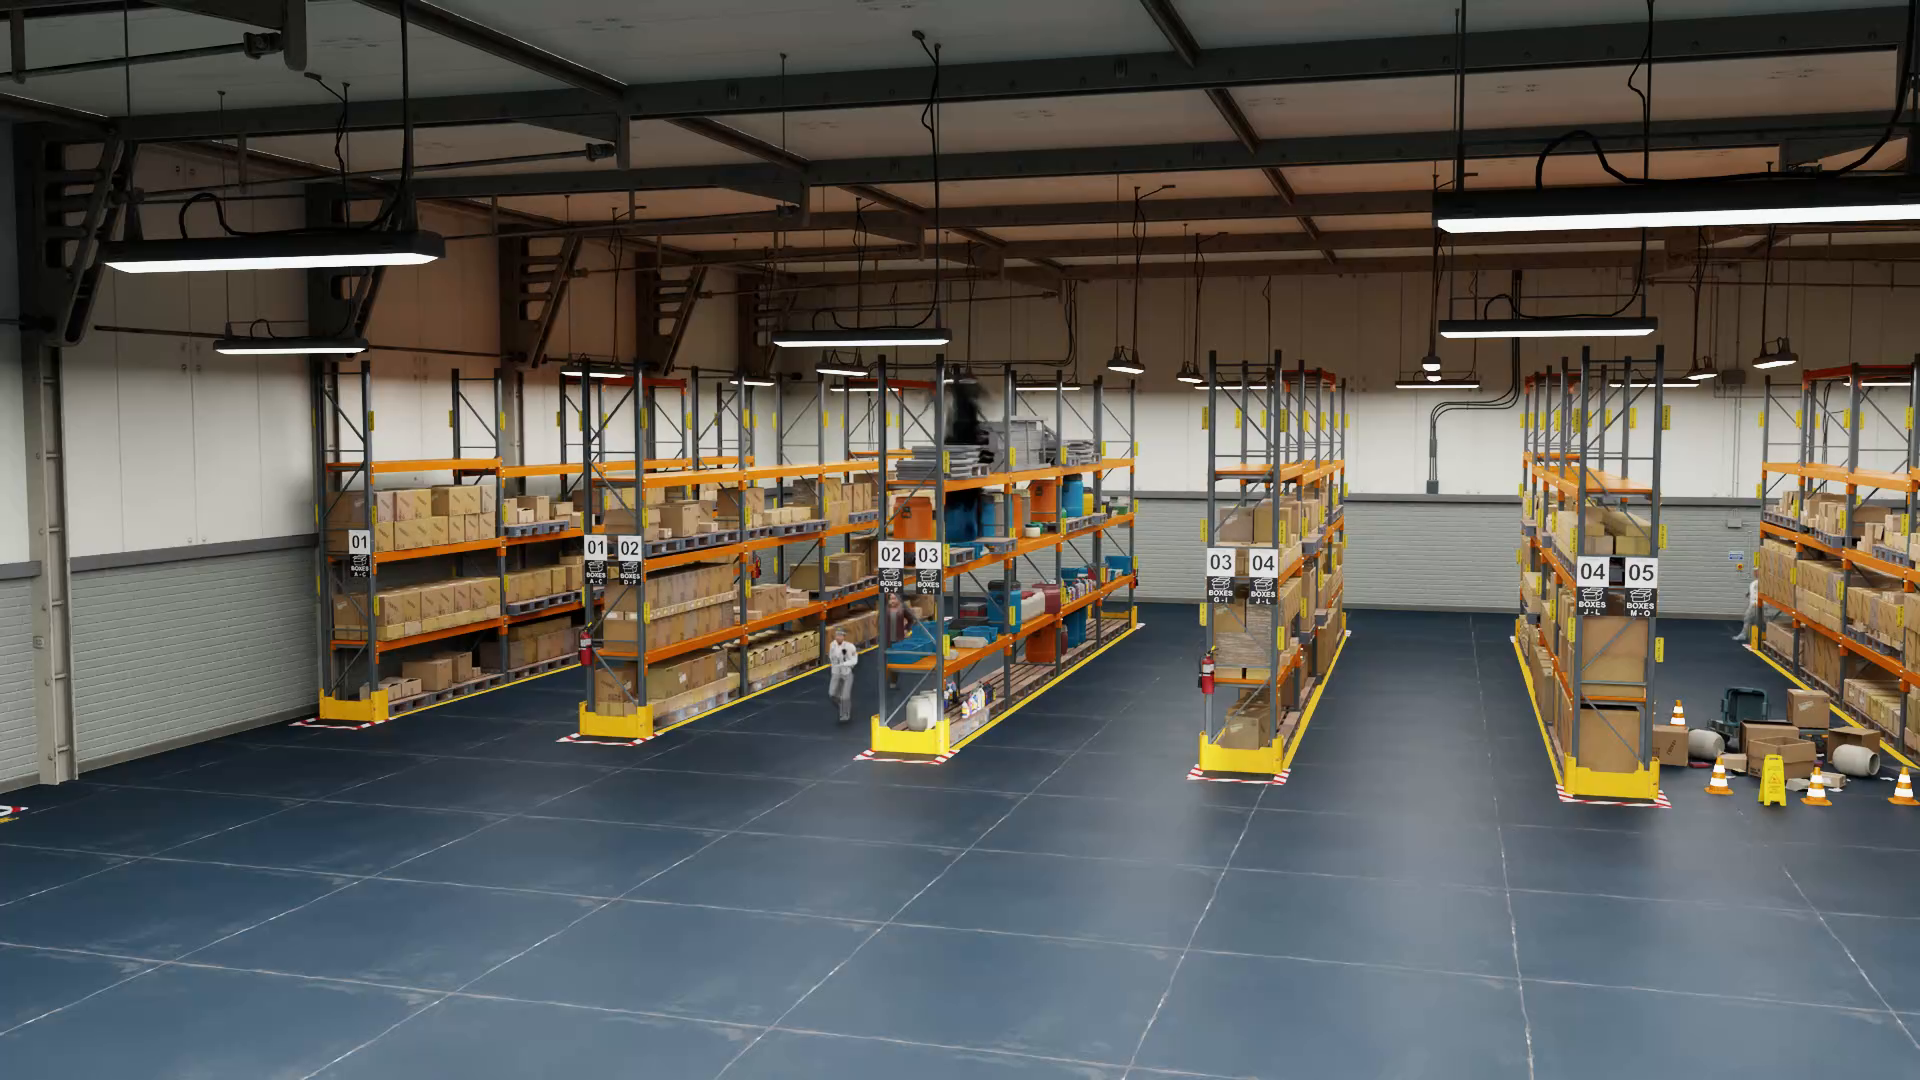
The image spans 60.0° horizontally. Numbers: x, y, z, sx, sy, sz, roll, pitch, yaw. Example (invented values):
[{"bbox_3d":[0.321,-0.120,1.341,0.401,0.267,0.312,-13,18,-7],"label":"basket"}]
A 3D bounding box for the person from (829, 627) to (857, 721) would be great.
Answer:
[{"bbox_3d":[-1.950,2.213,27.432,0.574,1.611,0.690,1,4,15],"label":"person"}]

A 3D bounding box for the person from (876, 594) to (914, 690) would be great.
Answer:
[{"bbox_3d":[-1.239,1.889,31.398,0.712,1.764,0.918,0,4,4],"label":"person"}]

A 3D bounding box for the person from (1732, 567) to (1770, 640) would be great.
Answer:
[{"bbox_3d":[18.007,1.423,37.586,0.977,1.761,0.741,2,5,26],"label":"person"}]
